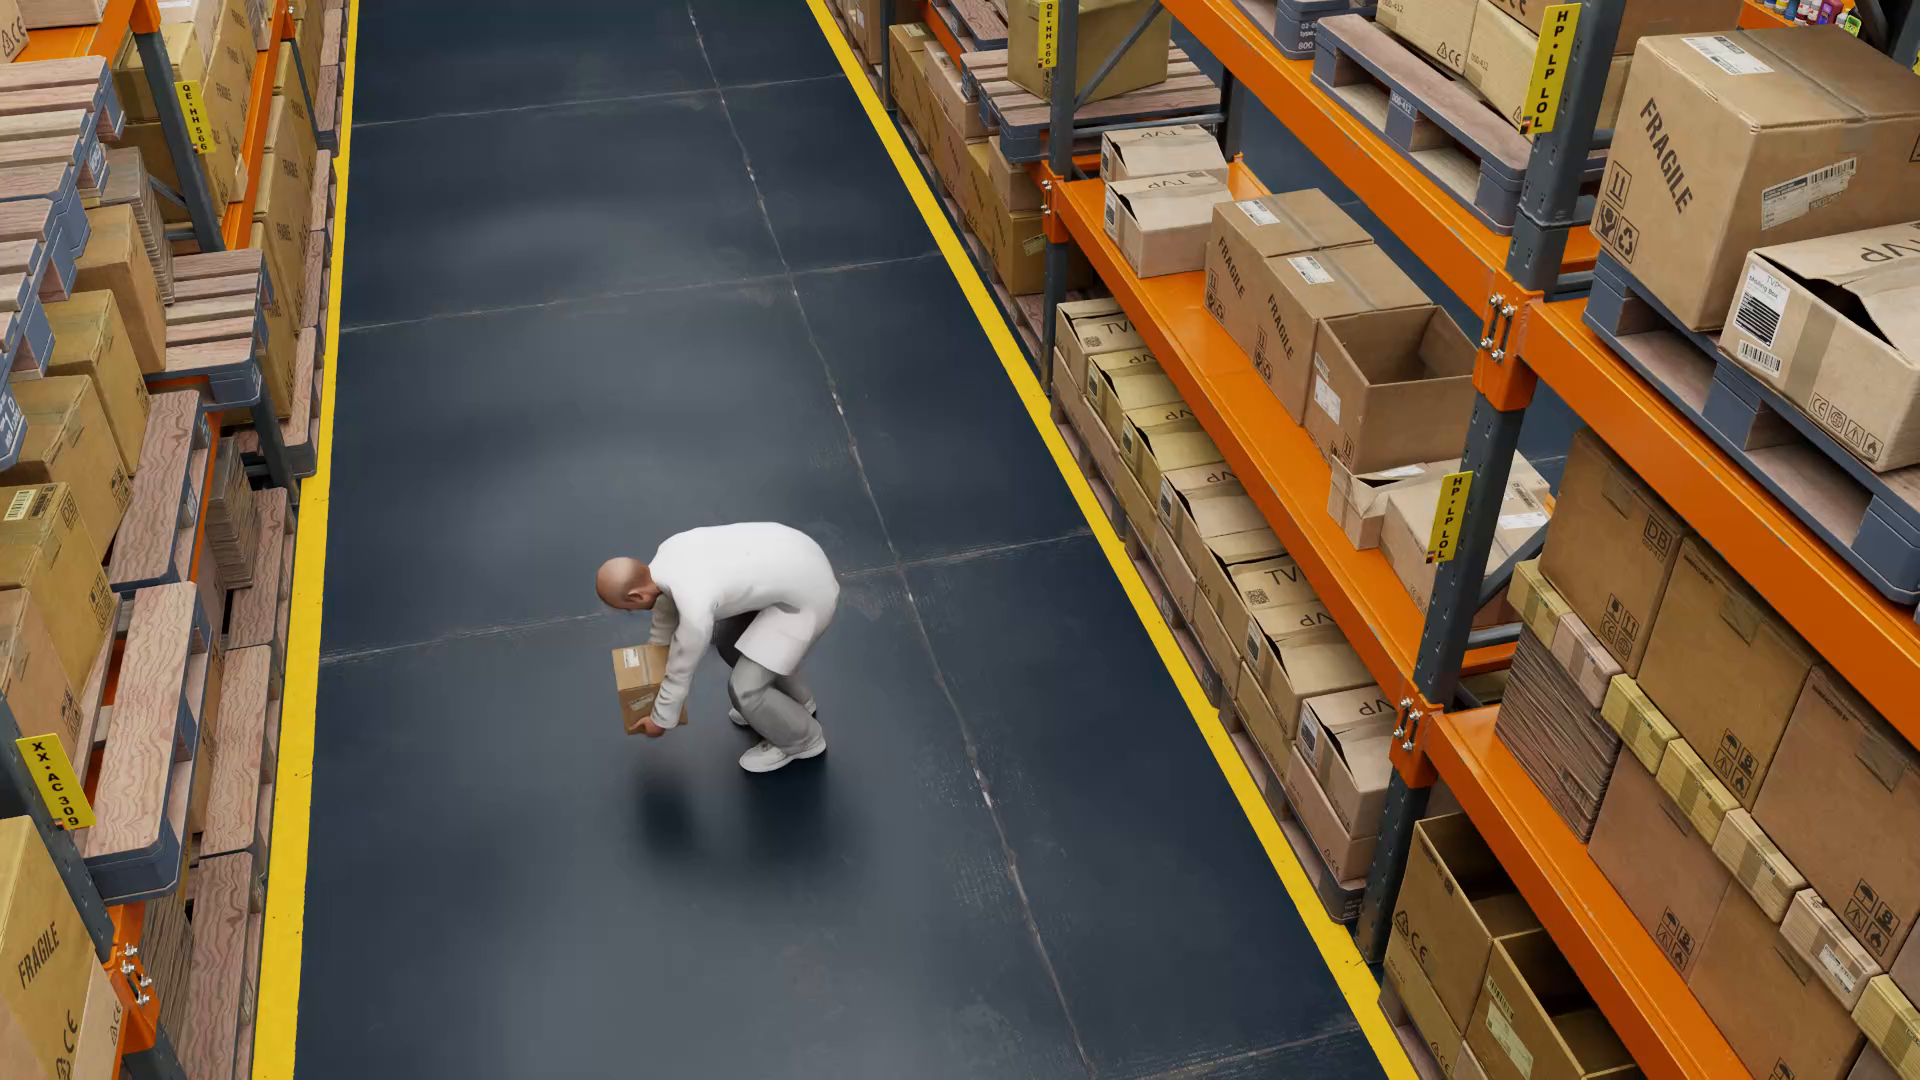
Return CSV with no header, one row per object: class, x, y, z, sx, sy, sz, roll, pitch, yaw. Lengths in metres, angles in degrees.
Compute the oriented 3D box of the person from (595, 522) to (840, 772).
person,-0.944,0.442,6.726,0.941,1.080,0.588,-11,39,-14
